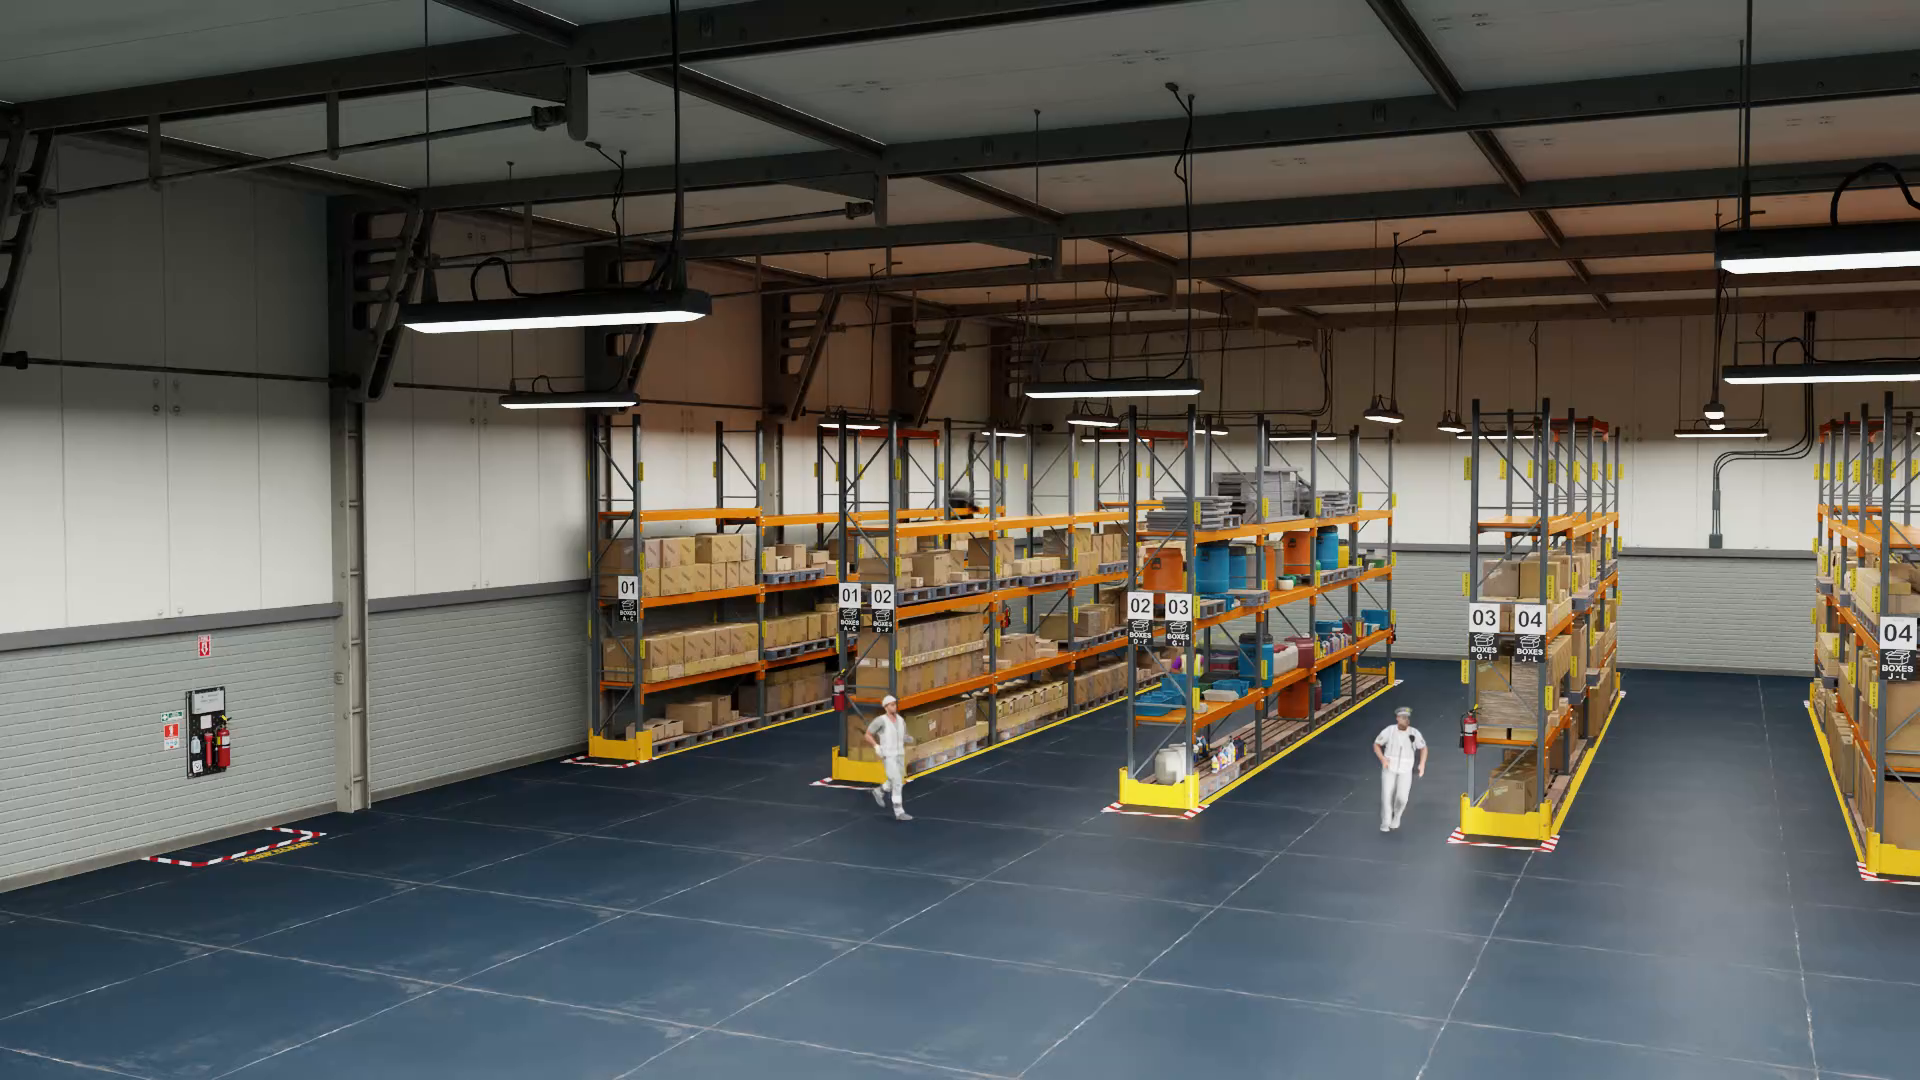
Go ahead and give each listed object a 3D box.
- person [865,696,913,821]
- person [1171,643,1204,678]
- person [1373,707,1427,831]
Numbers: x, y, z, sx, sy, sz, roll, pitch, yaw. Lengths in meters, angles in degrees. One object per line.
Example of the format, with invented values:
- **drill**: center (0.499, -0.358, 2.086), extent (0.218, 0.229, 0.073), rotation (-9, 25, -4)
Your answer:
- **person**: center (-0.986, 3.127, 23.982), extent (0.882, 1.766, 0.669), rotation (2, 3, 45)
- **person**: center (4.378, 2.796, 31.574), extent (0.741, 1.792, 0.899), rotation (1, 2, 18)
- **person**: center (6.112, 3.187, 23.090), extent (0.736, 1.731, 0.521), rotation (1, 2, 12)
